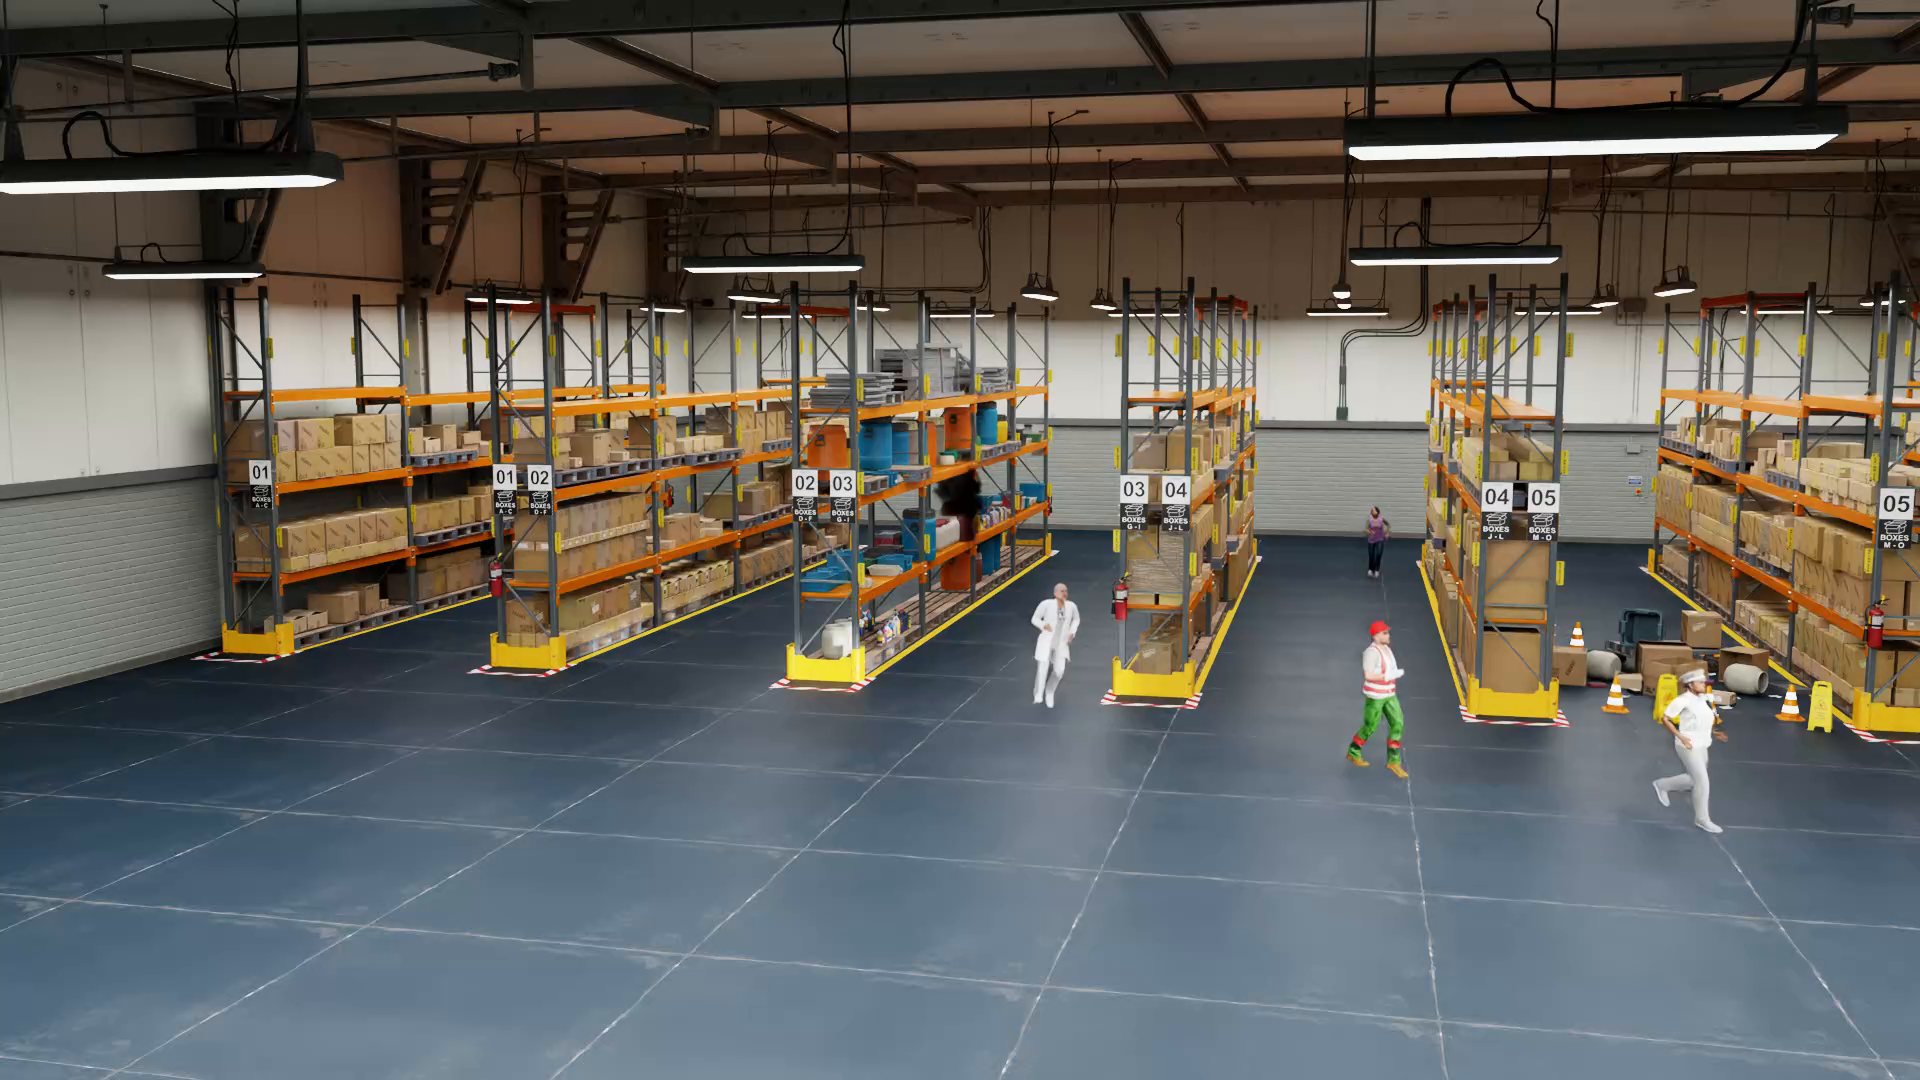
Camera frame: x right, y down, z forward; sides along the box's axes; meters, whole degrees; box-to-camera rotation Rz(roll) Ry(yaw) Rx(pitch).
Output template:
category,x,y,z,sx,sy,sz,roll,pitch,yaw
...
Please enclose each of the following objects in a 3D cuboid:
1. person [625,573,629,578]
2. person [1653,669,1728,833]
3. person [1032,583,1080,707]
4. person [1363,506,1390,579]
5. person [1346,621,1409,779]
category,x,y,z,sx,sy,sz,roll,pitch,yaw
person,-6.720,0.399,33.311,0.576,1.604,0.565,1,7,9
person,7.677,2.177,17.528,0.579,1.696,0.825,-5,8,-36
person,1.362,1.480,23.321,0.714,1.746,0.690,-1,7,-5
person,9.056,0.053,36.172,0.553,1.586,0.806,2,7,16
person,4.919,1.864,19.562,0.639,1.840,0.775,-6,9,-42
